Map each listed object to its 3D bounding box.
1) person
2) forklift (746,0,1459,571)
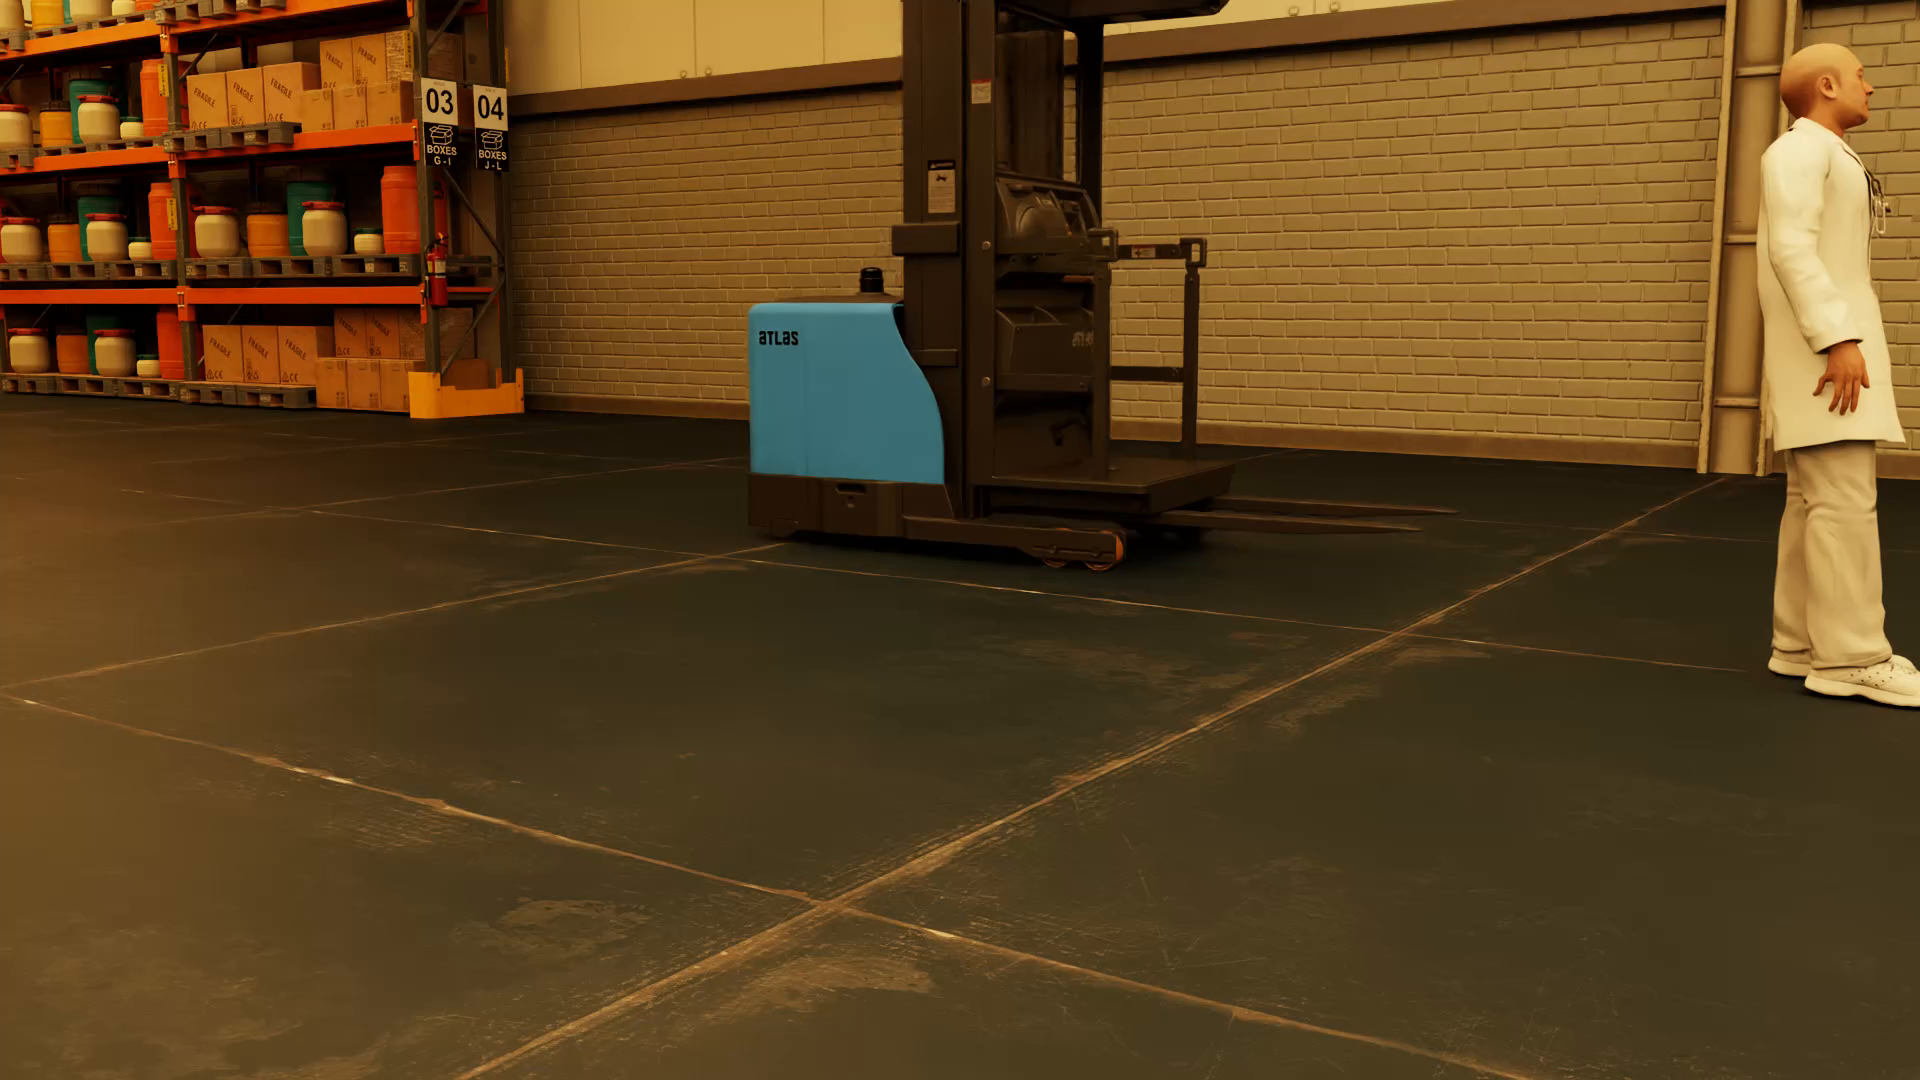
[{"bbox_3d":[2.512,-0.474,4.630,0.572,1.767,0.692,4,9,28],"label":"person"},{"bbox_3d":[0.570,-1.410,7.109,3.031,2.935,1.130,4,9,28],"label":"forklift"}]
